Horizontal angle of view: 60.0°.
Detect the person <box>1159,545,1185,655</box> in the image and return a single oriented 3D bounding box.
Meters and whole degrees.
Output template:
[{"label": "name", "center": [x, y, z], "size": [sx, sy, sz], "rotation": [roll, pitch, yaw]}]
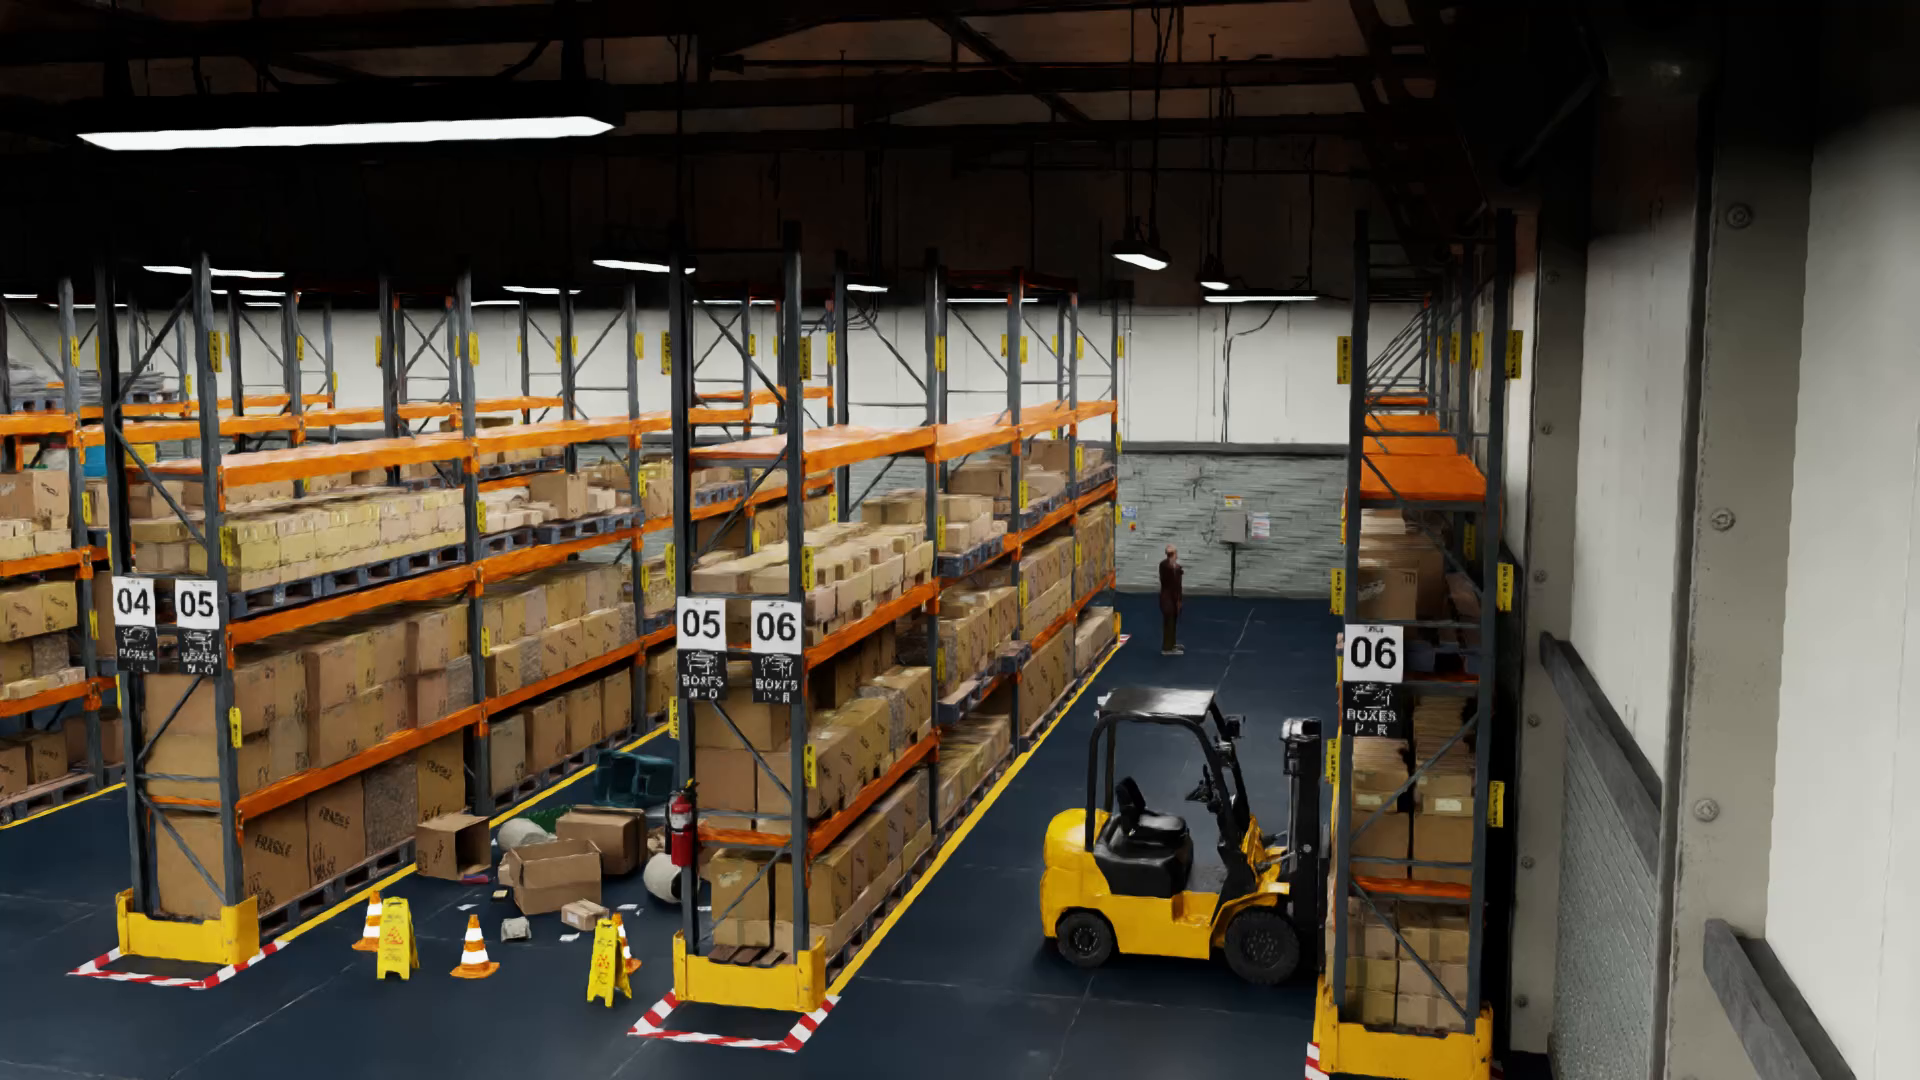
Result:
[{"label": "person", "center": [3.486, 0.958, 27.148], "size": [0.505, 1.783, 0.632], "rotation": [-2, 7, -18]}]
